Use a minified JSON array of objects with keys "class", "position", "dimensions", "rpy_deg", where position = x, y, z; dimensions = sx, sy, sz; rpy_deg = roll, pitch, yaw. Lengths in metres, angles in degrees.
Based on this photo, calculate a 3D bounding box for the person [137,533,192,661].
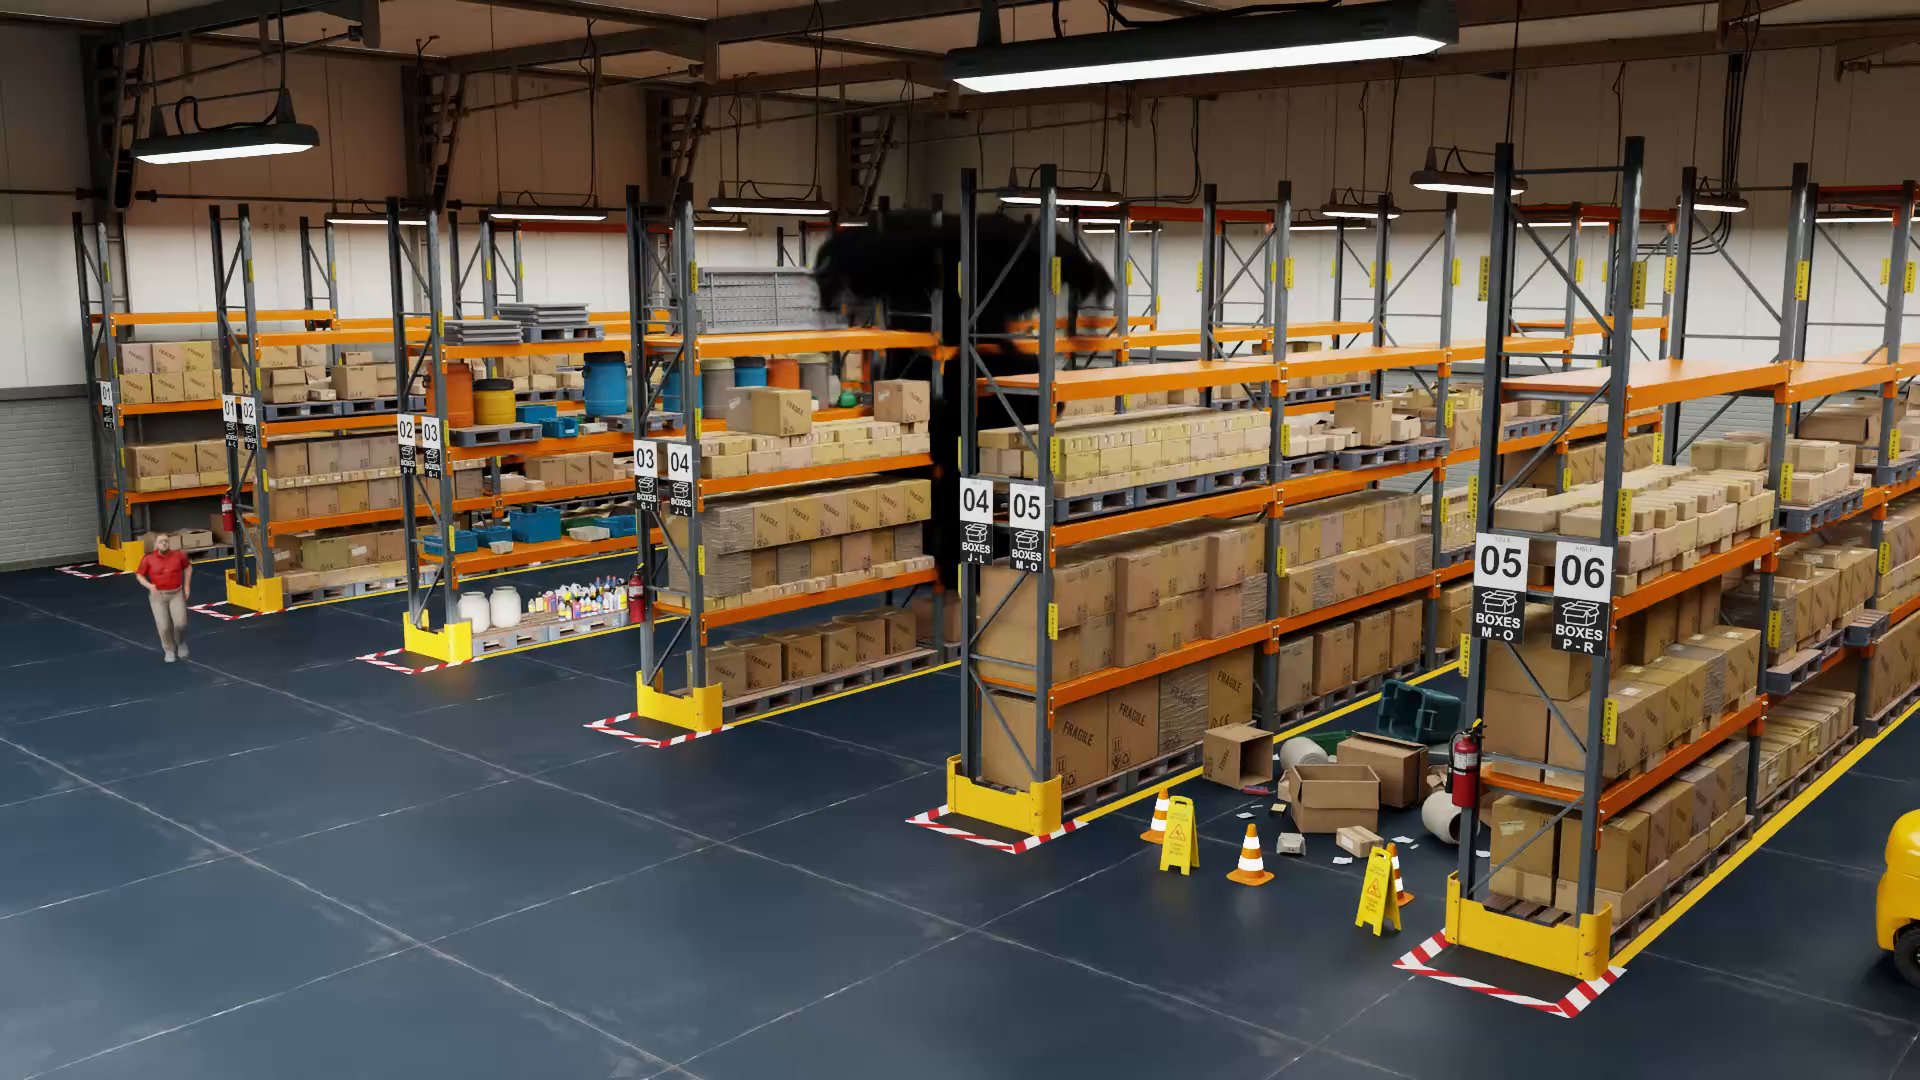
[{"class":"person","position":[-10.308,0.757,21.618],"dimensions":[0.665,1.695,0.589],"rpy_deg":[-5,11,-28]}]
